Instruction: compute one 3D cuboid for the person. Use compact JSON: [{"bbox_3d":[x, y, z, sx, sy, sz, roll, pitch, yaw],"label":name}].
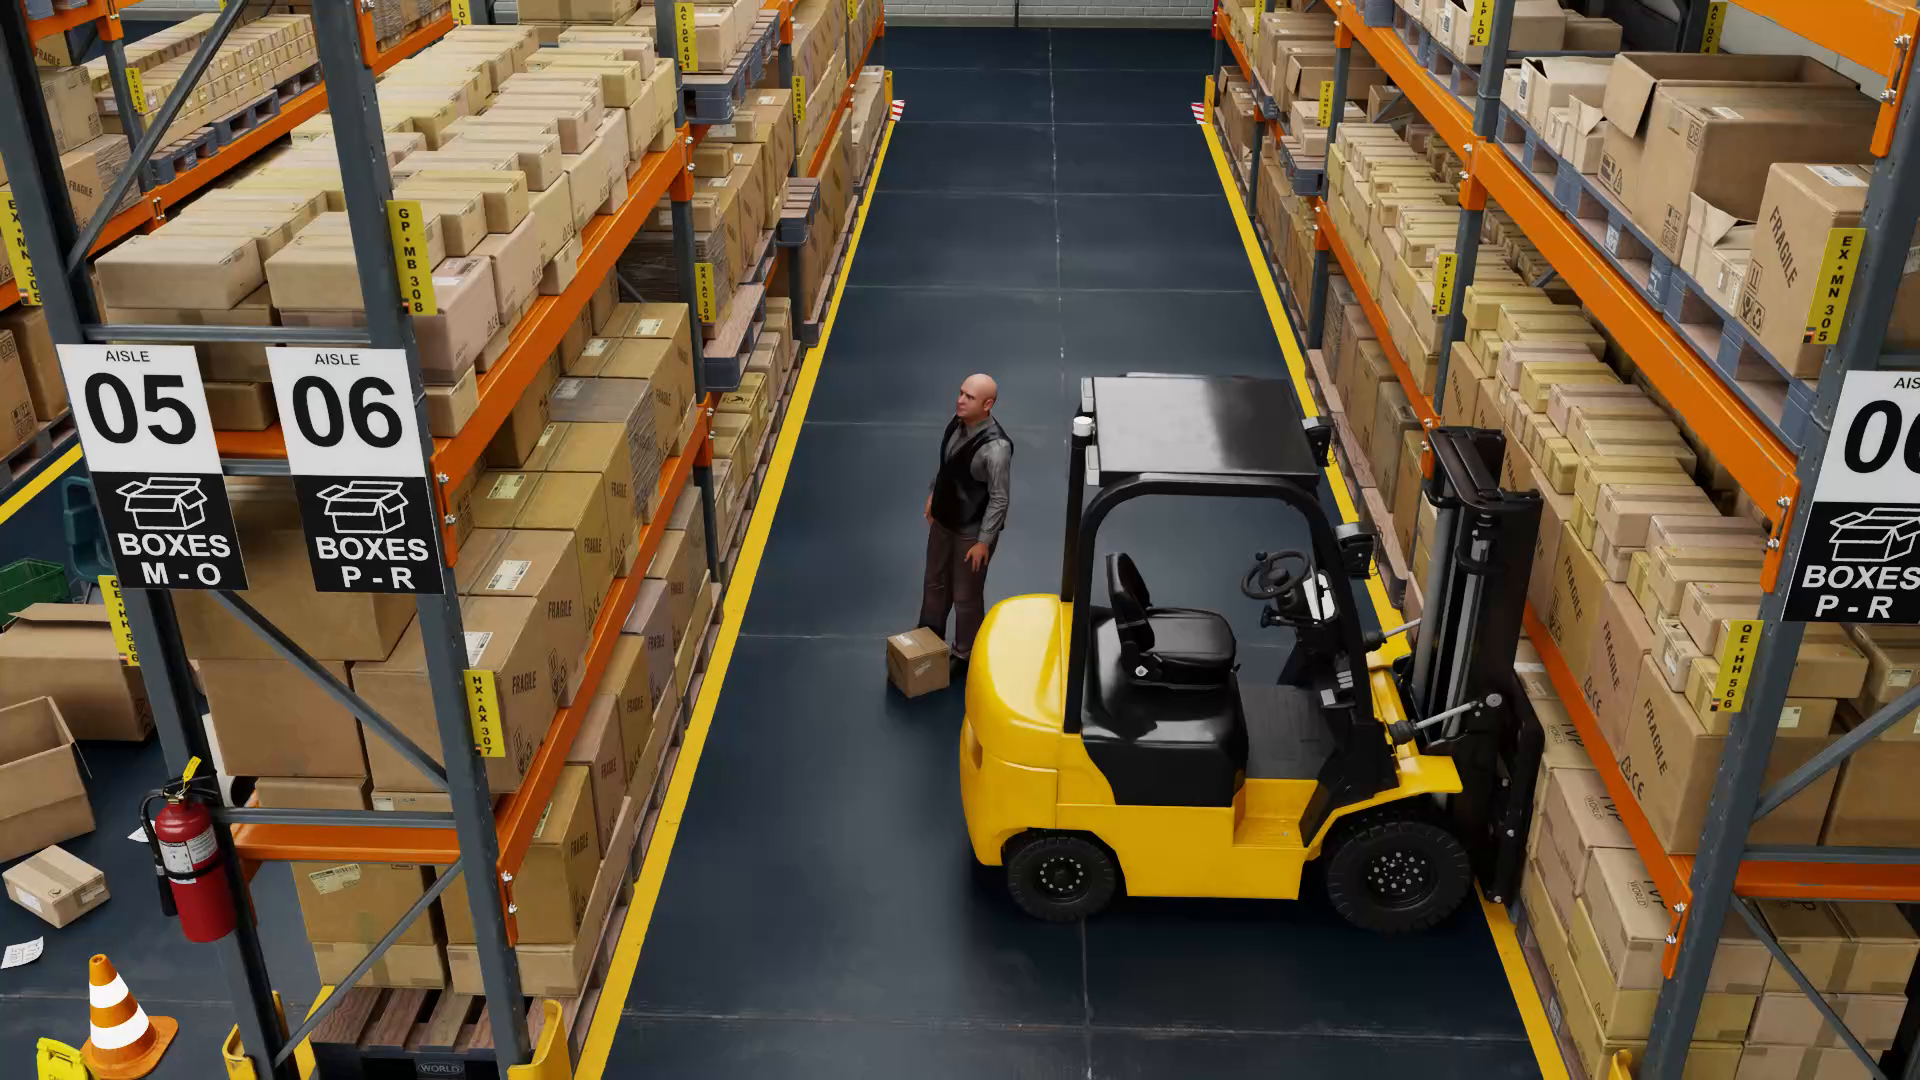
[{"bbox_3d":[-0.036,-0.061,8.745,0.568,1.720,0.631,-13,31,-24],"label":"person"}]
